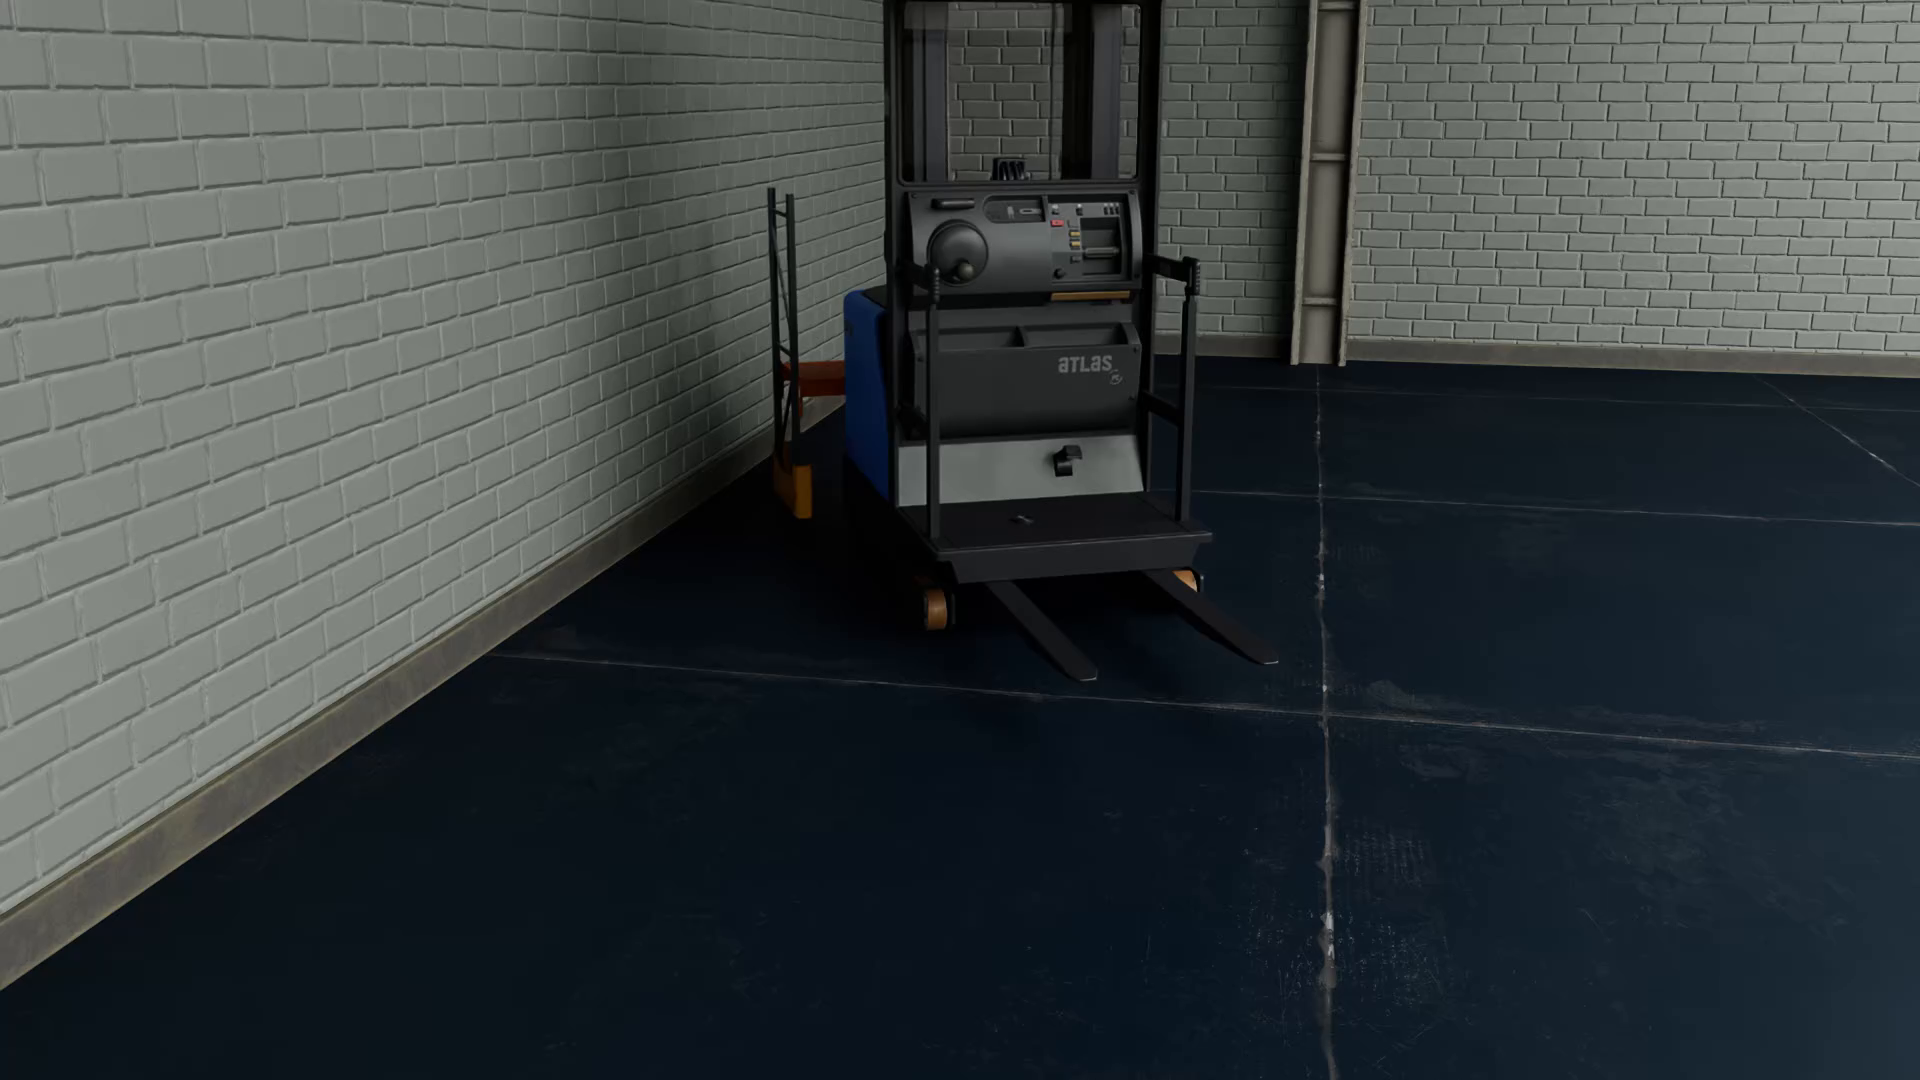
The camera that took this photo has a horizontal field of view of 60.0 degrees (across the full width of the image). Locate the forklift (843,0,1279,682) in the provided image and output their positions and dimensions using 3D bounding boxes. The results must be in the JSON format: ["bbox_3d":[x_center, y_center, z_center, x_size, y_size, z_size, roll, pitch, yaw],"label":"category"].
[{"bbox_3d":[0.313,-1.180,6.262,1.130,2.935,3.031,-4,16,-14],"label":"forklift"}]

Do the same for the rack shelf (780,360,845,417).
[{"bbox_3d":[-0.350,-0.768,8.129,1.000,0.185,0.538,-5,16,-16],"label":"rack shelf"}]

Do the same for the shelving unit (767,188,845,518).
[{"bbox_3d":[-0.342,-0.943,8.084,1.083,1.500,0.587,-5,16,-16],"label":"shelving unit"}]

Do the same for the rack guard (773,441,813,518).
[{"bbox_3d":[-0.818,-0.302,8.111,0.087,0.250,0.587,-5,16,-16],"label":"rack guard"}]

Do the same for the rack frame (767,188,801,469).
[{"bbox_3d":[-0.837,-0.902,7.939,0.032,1.500,0.500,-5,16,-16],"label":"rack frame"}]

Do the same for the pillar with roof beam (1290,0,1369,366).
[{"bbox_3d":[1.768,-4.519,6.949,0.400,9.000,9.100,3,16,11],"label":"pillar with roof beam"}]
